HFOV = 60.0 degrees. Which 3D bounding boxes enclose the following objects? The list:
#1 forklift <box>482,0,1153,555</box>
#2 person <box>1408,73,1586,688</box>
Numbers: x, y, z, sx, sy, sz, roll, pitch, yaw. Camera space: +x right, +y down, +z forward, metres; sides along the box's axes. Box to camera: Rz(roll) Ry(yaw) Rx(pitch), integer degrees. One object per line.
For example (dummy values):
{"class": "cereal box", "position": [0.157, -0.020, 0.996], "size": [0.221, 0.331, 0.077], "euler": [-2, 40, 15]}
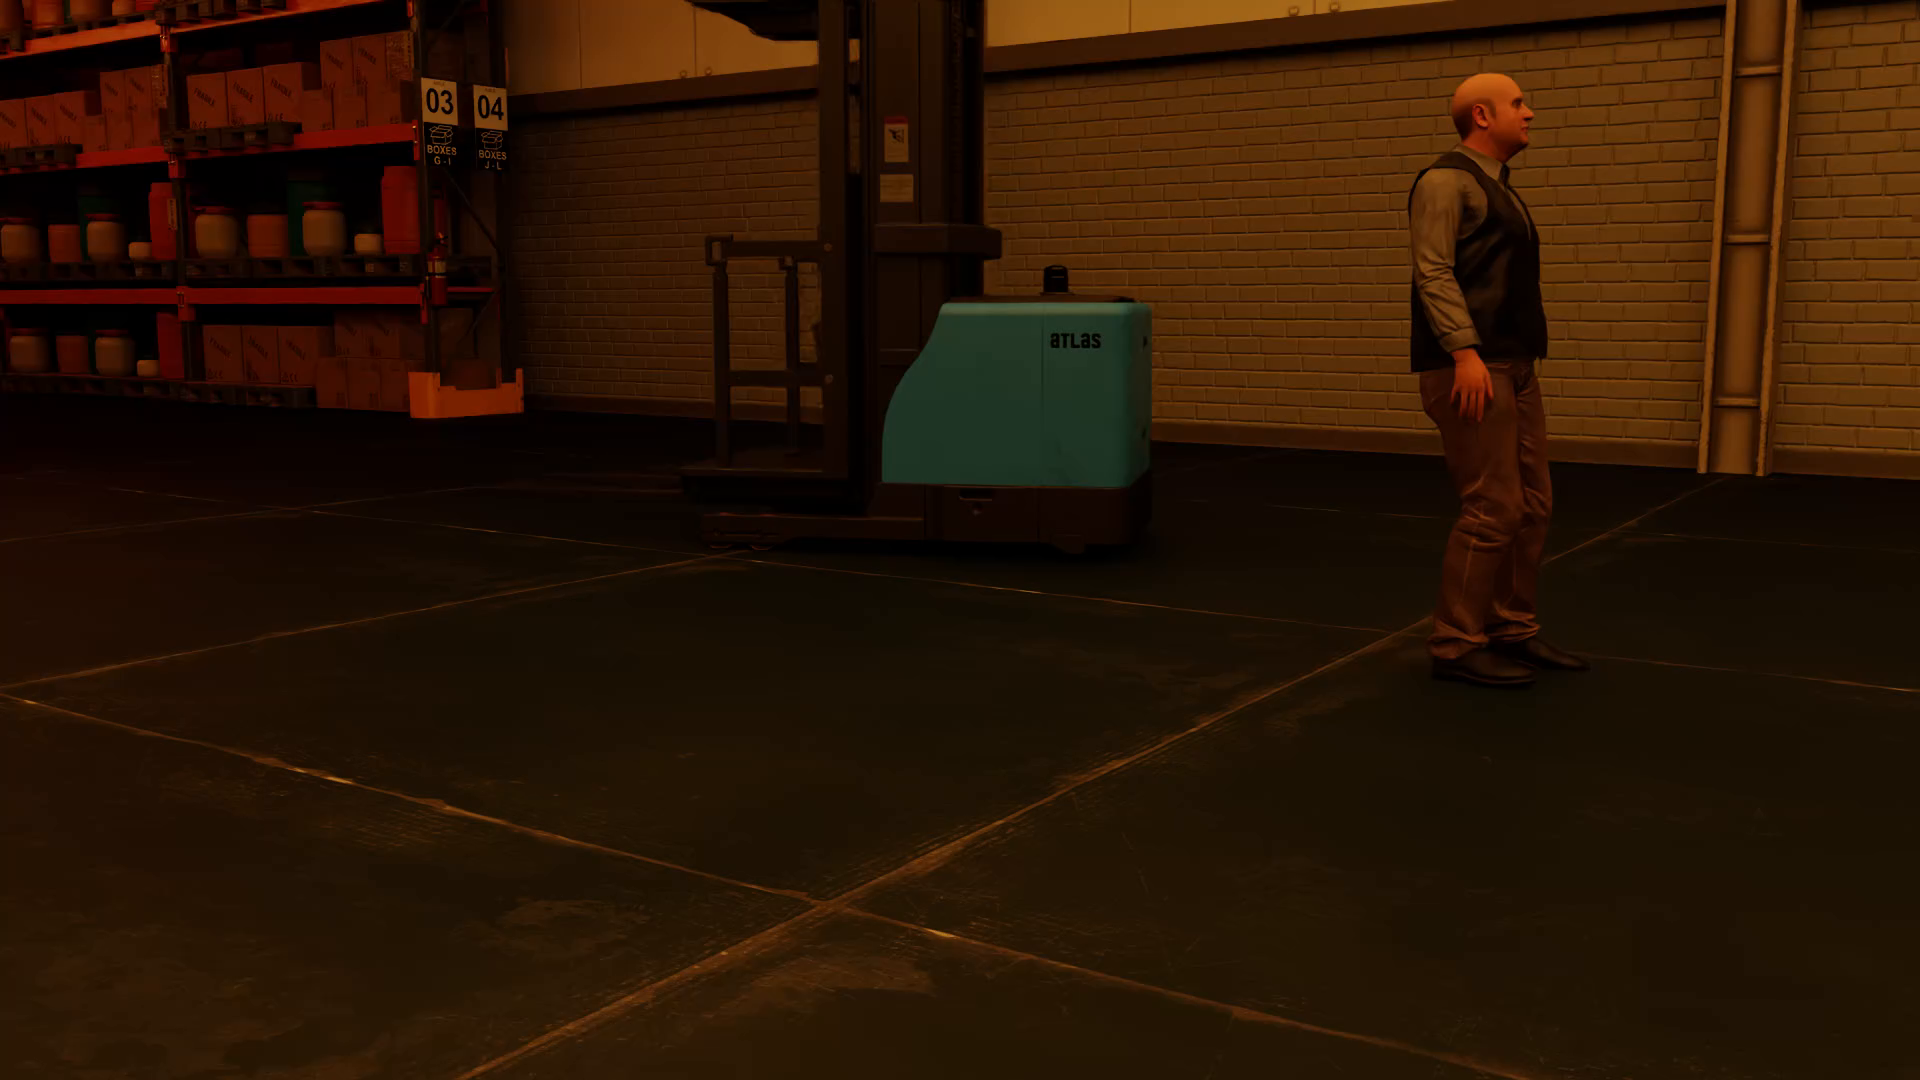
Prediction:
{"class": "forklift", "position": [-0.668, -1.472, 7.541], "size": [3.031, 2.935, 1.130], "euler": [2, 8, 12]}
{"class": "person", "position": [1.552, -0.458, 4.798], "size": [0.498, 1.742, 0.615], "euler": [6, 10, 35]}
